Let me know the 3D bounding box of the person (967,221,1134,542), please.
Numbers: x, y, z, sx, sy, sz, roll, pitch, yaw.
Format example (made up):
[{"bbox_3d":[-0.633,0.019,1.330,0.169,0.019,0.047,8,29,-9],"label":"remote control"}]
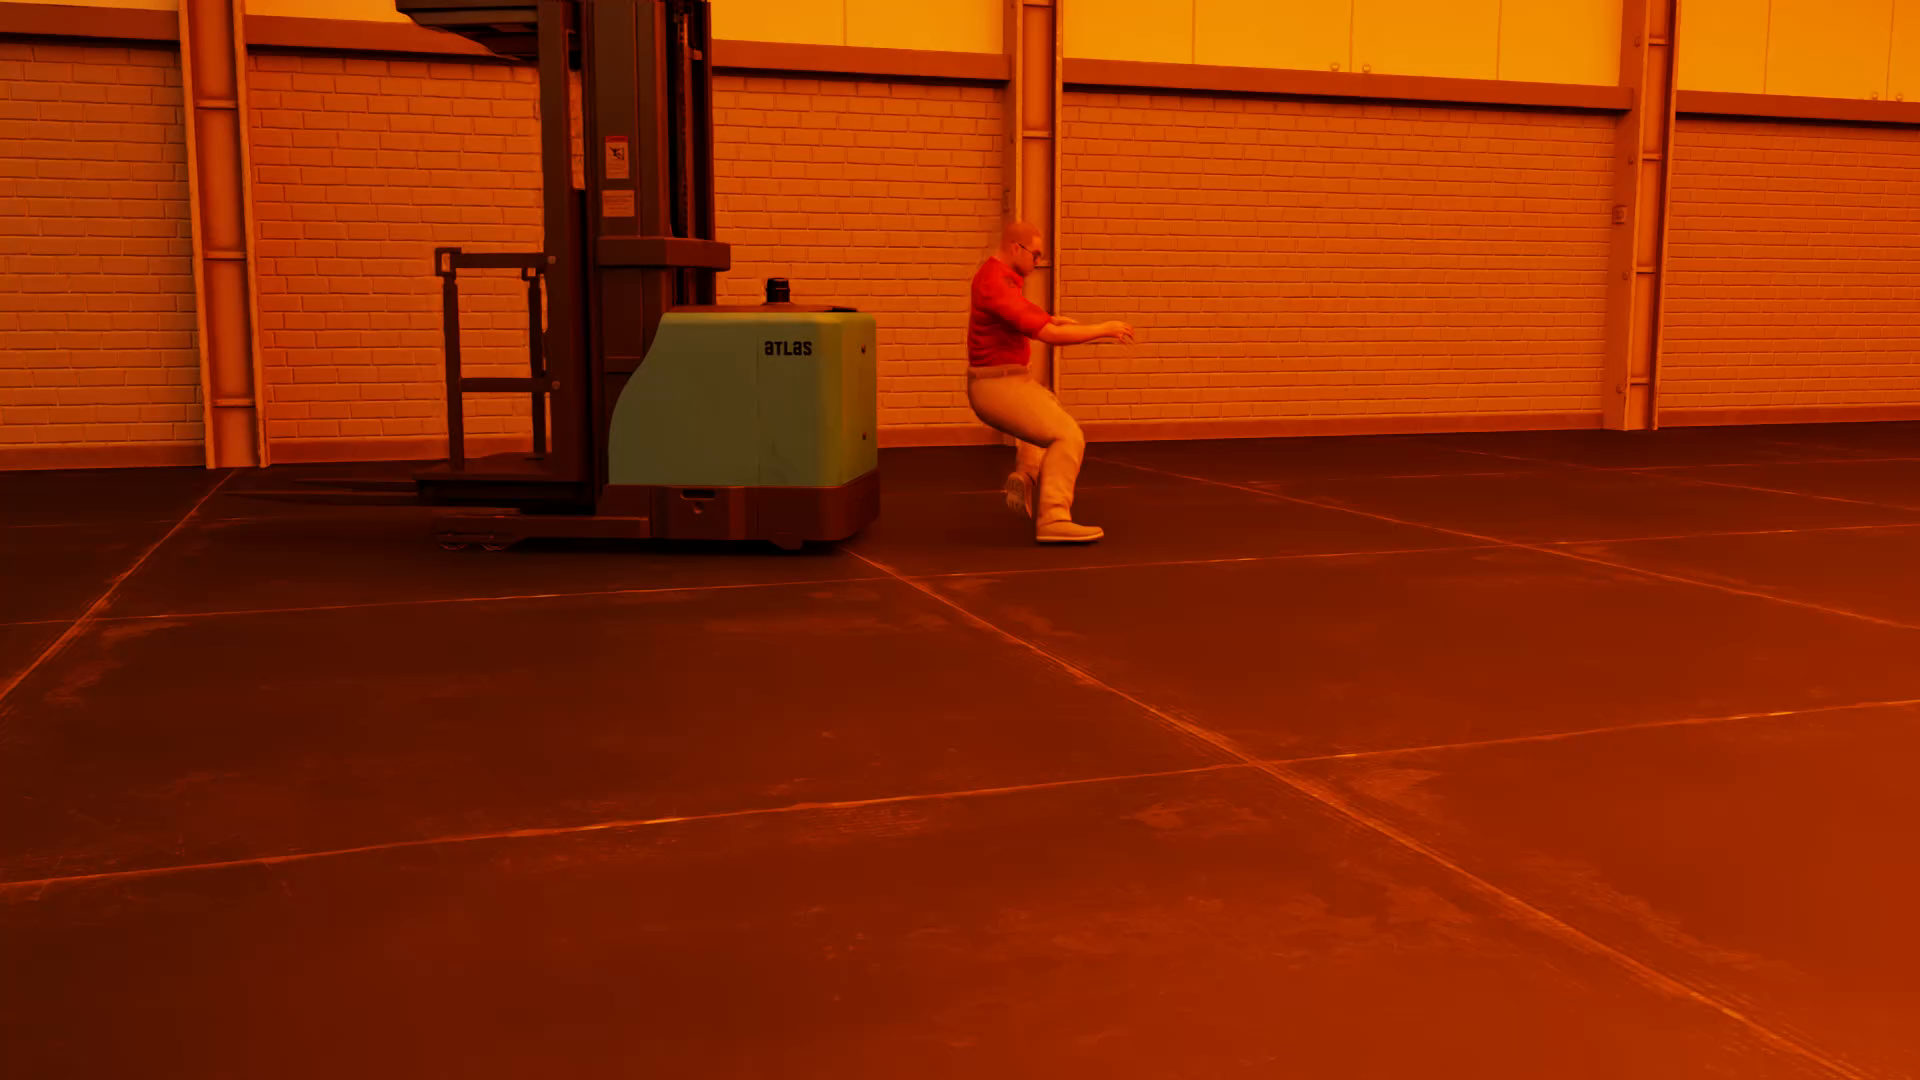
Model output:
[{"bbox_3d":[0.429,-0.786,8.106,0.772,1.498,0.923,-1,8,-7],"label":"person"}]

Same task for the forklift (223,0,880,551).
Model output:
[{"bbox_3d":[-1.954,-1.470,7.854,3.031,2.935,1.130,1,8,7],"label":"forklift"}]
